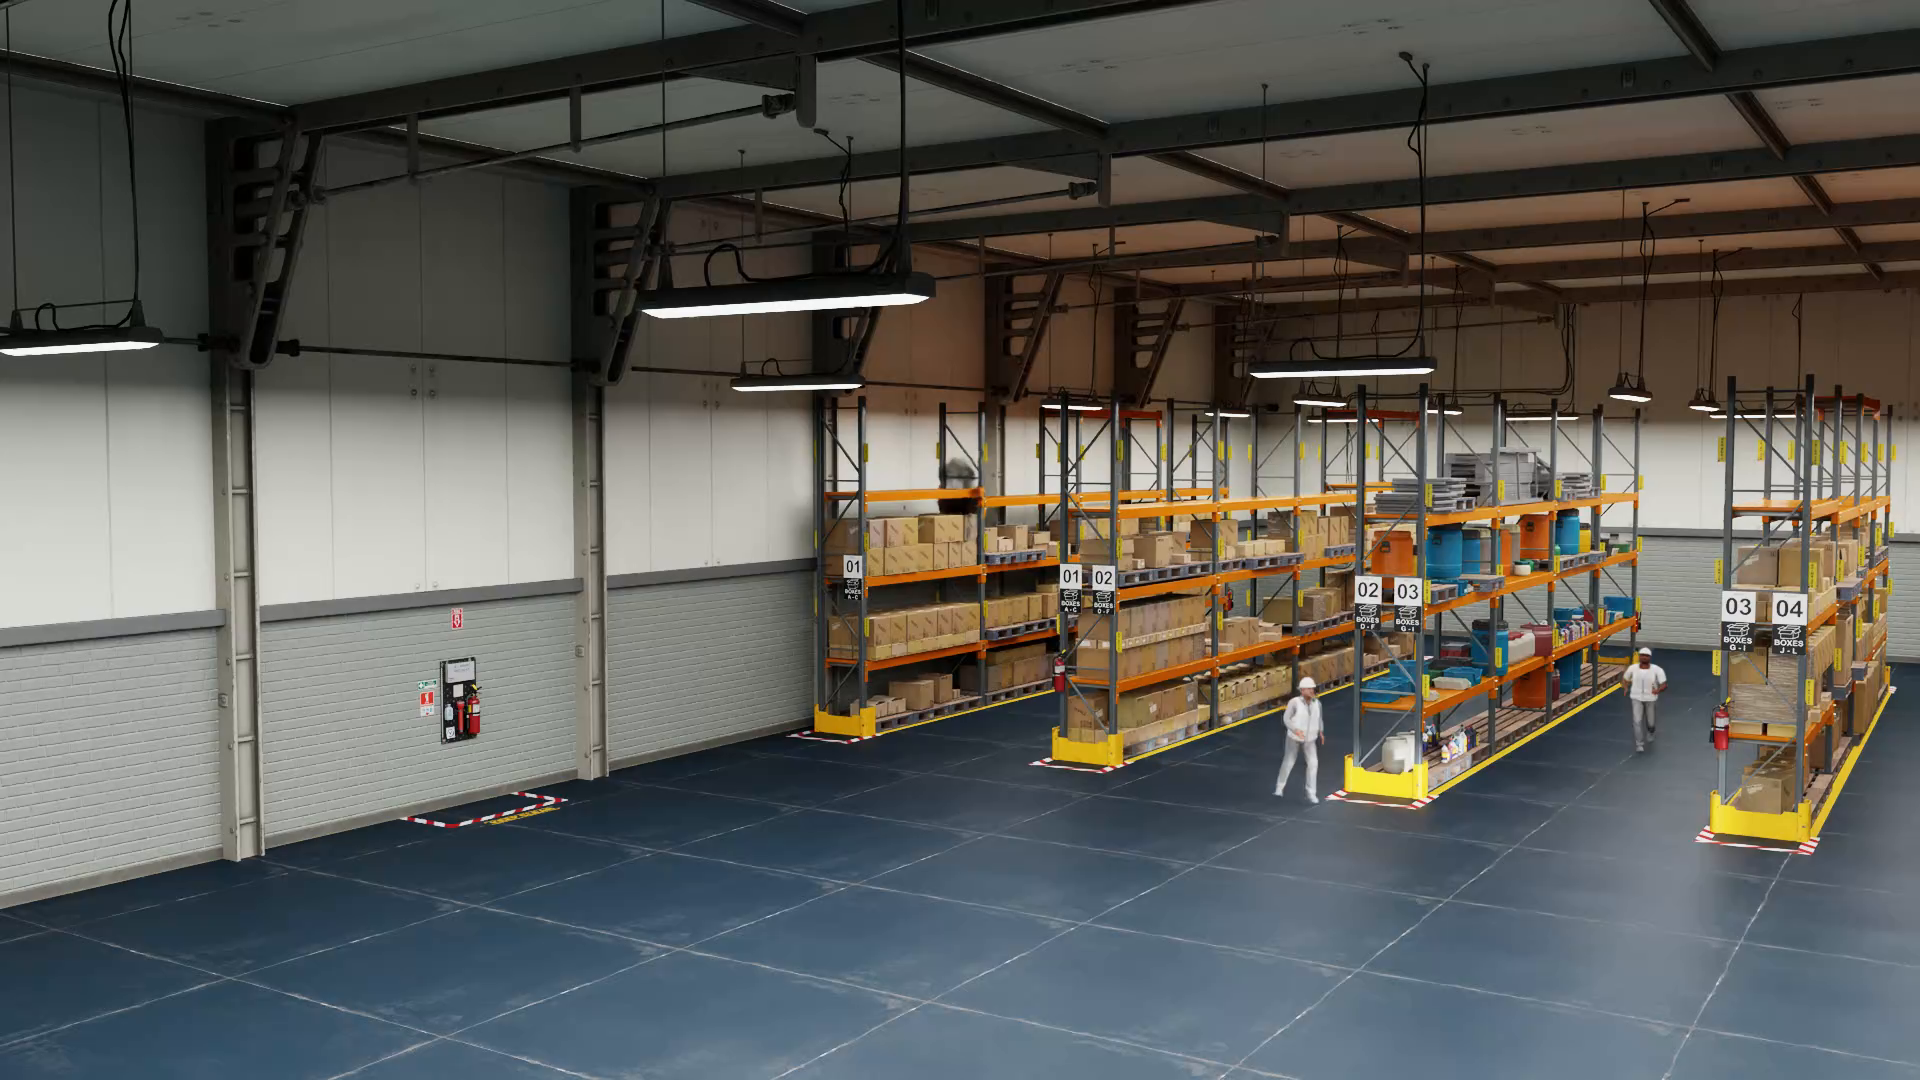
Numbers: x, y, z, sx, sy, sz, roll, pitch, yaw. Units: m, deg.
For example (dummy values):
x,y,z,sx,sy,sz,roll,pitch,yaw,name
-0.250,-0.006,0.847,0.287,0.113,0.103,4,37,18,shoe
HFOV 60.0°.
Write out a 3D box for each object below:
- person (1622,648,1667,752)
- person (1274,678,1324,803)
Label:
x,y,z,sx,sy,sz,roll,pitch,yaw,name
11.479,2.672,27.922,0.711,1.732,0.795,1,3,26,person
4.928,2.837,23.779,0.686,1.742,0.927,-1,3,-10,person
